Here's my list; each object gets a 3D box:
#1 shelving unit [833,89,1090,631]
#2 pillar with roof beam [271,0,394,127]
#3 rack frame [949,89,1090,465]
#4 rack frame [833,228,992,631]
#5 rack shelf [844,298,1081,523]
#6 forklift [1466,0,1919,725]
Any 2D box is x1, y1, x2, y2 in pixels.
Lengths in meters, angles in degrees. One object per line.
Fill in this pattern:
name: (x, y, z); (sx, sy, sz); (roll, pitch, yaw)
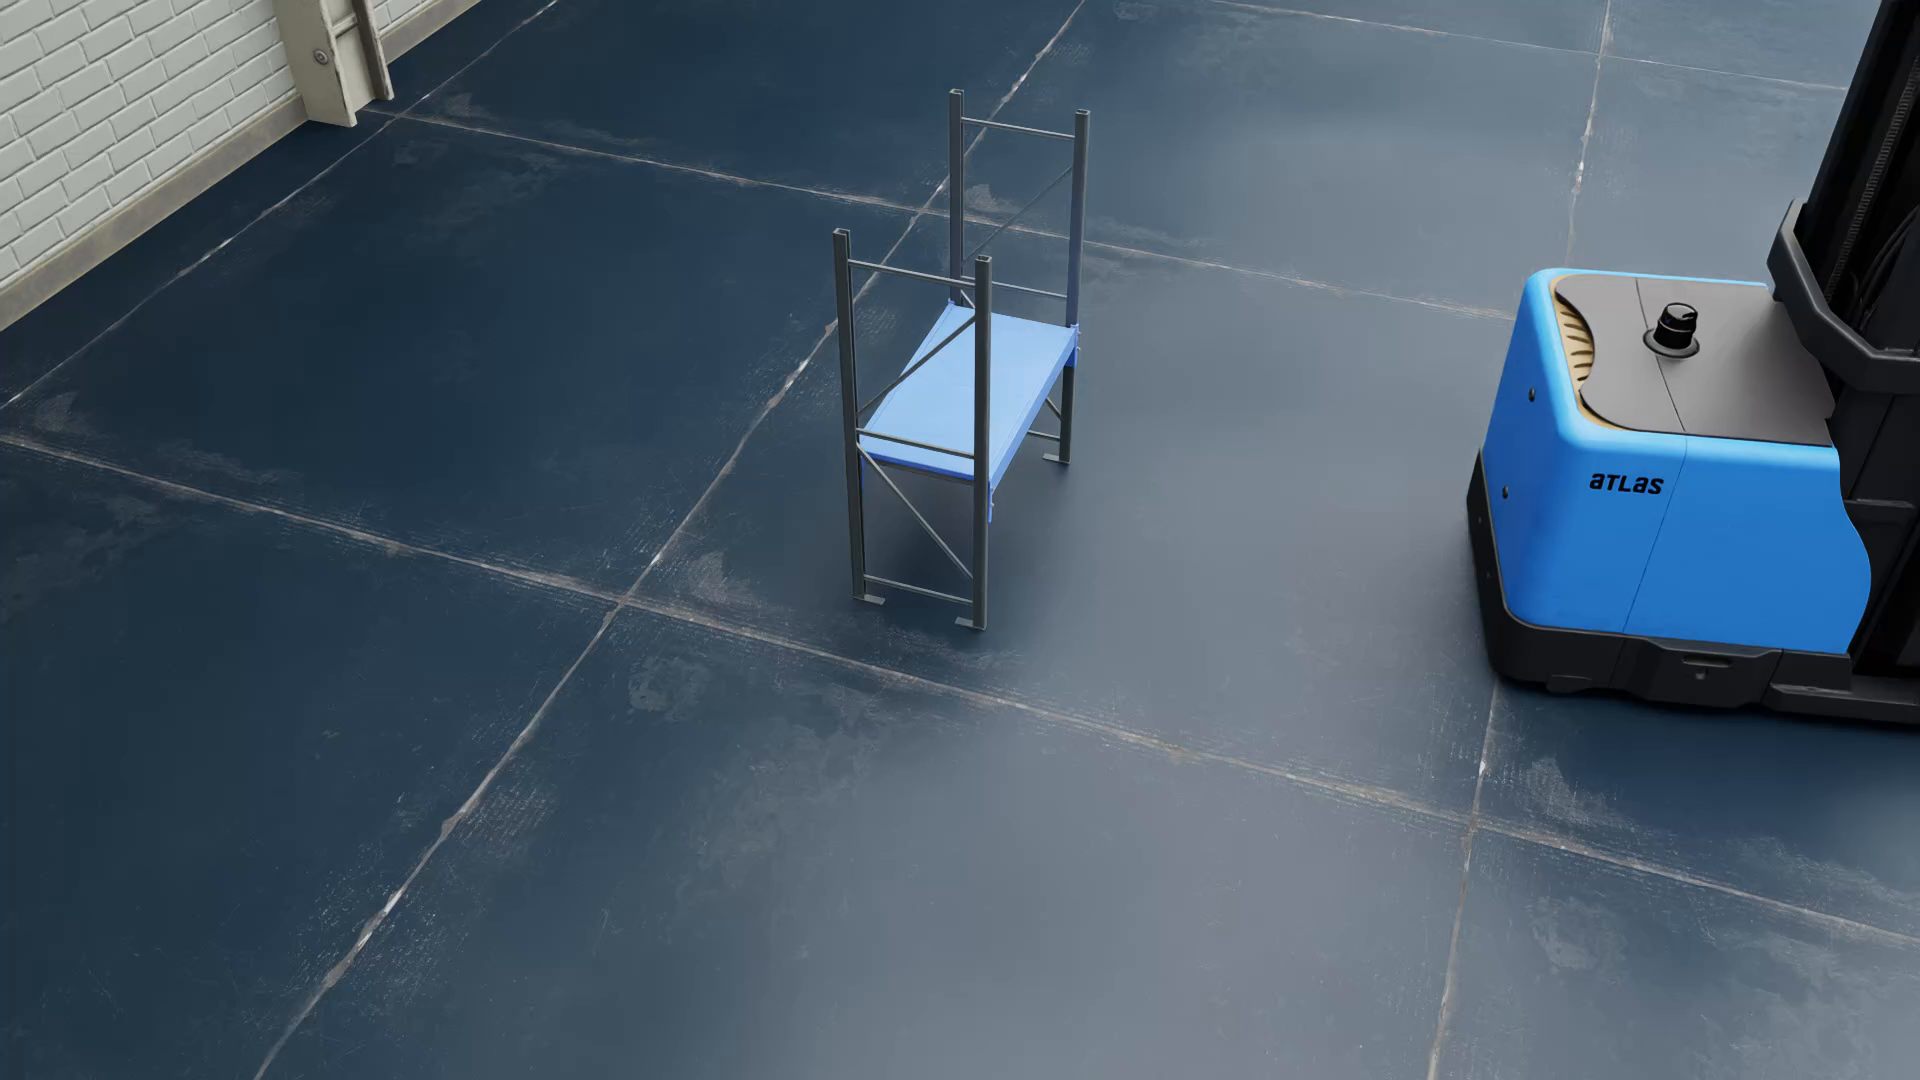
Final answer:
shelving unit: (0.029, -0.623, 5.824); (0.538, 1.500, 1.048); (13, 42, 15)
pillar with roof beam: (0.743, -4.810, 4.954); (9.100, 9.000, 0.400); (13, 42, 15)
rack frame: (0.203, -0.933, 6.188); (0.500, 1.500, 0.032); (13, 42, 15)
rack frame: (-0.145, -0.313, 5.461); (0.500, 1.500, 0.032); (13, 42, 15)
rack shelf: (0.029, -0.486, 5.941); (0.538, 0.185, 1.000); (13, 42, 15)
forklift: (3.362, -0.798, 4.927); (3.031, 2.935, 1.130); (5, 41, 6)
